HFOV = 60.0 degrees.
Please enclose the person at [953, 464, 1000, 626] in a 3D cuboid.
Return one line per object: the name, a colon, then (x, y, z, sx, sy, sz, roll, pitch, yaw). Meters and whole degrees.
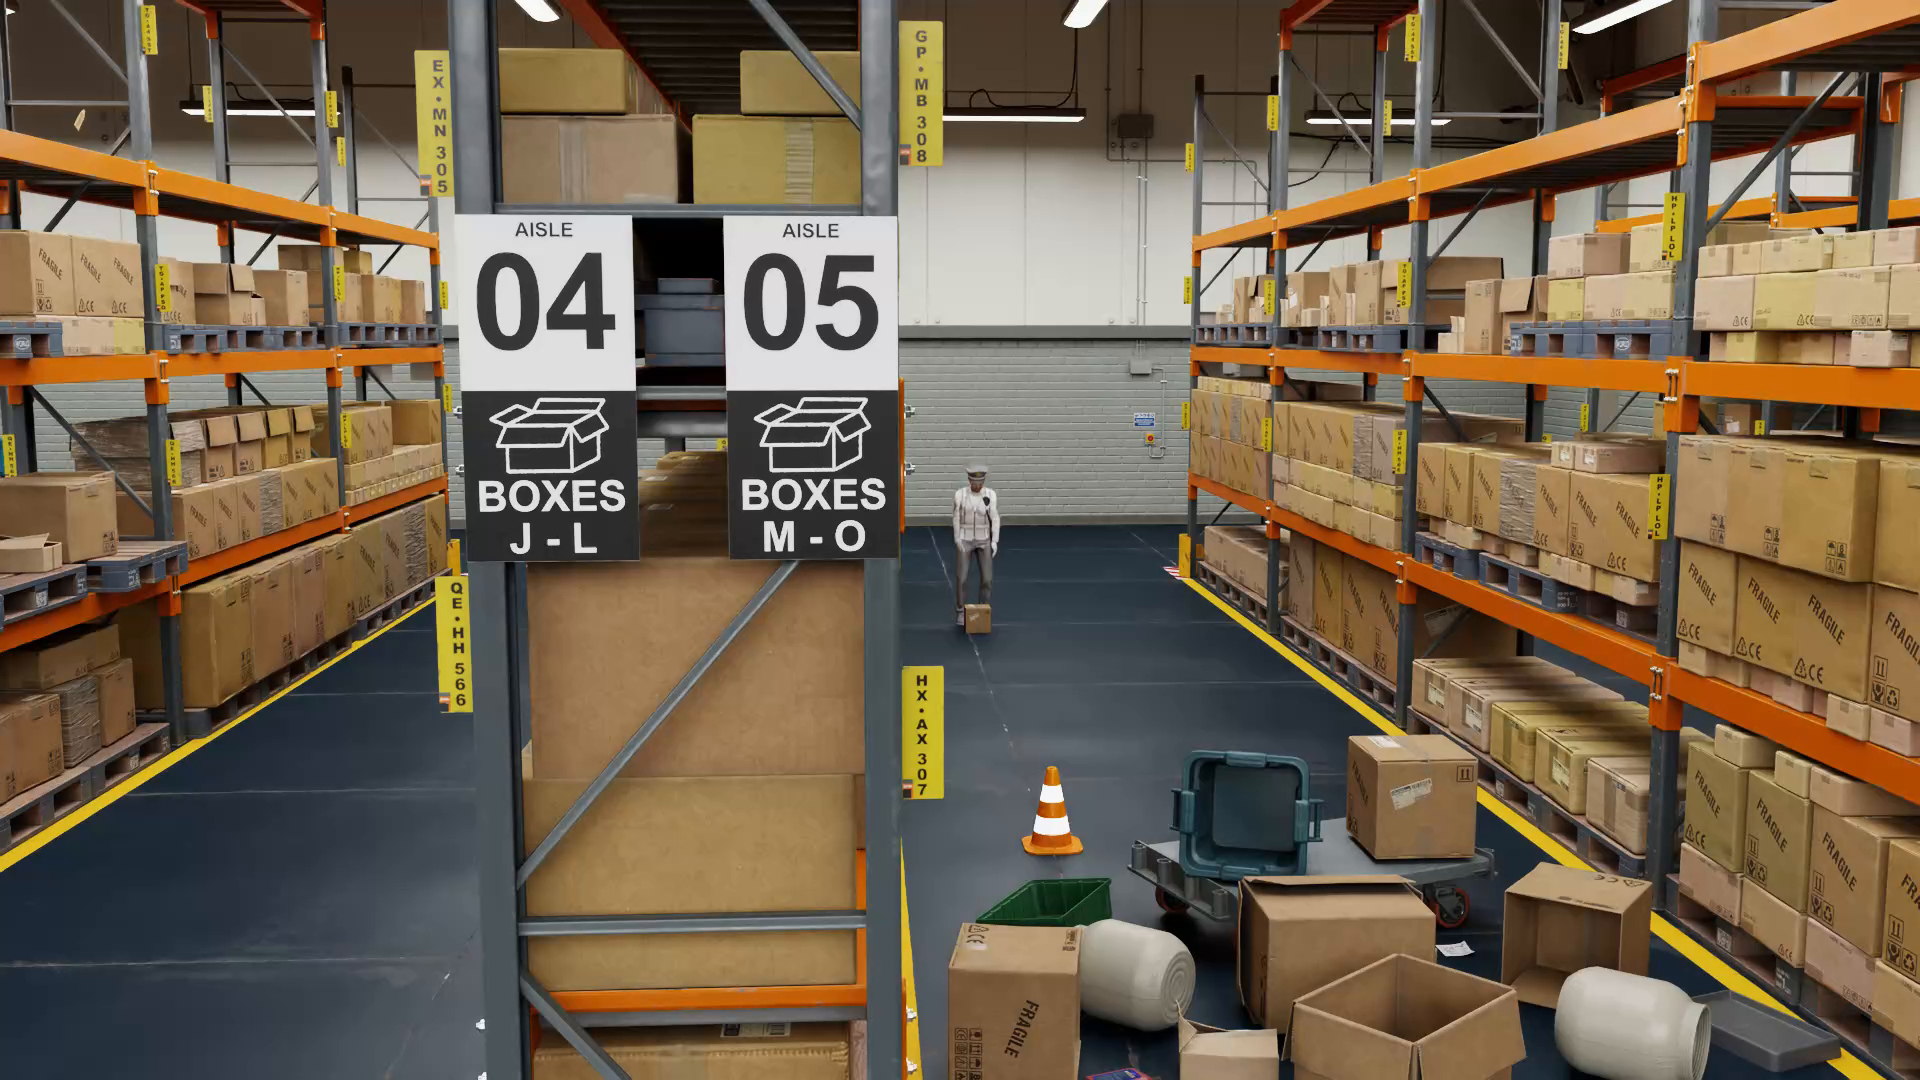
person: (0.168, 0.046, 16.994, 0.488, 1.649, 0.396, 0, 7, -2)
